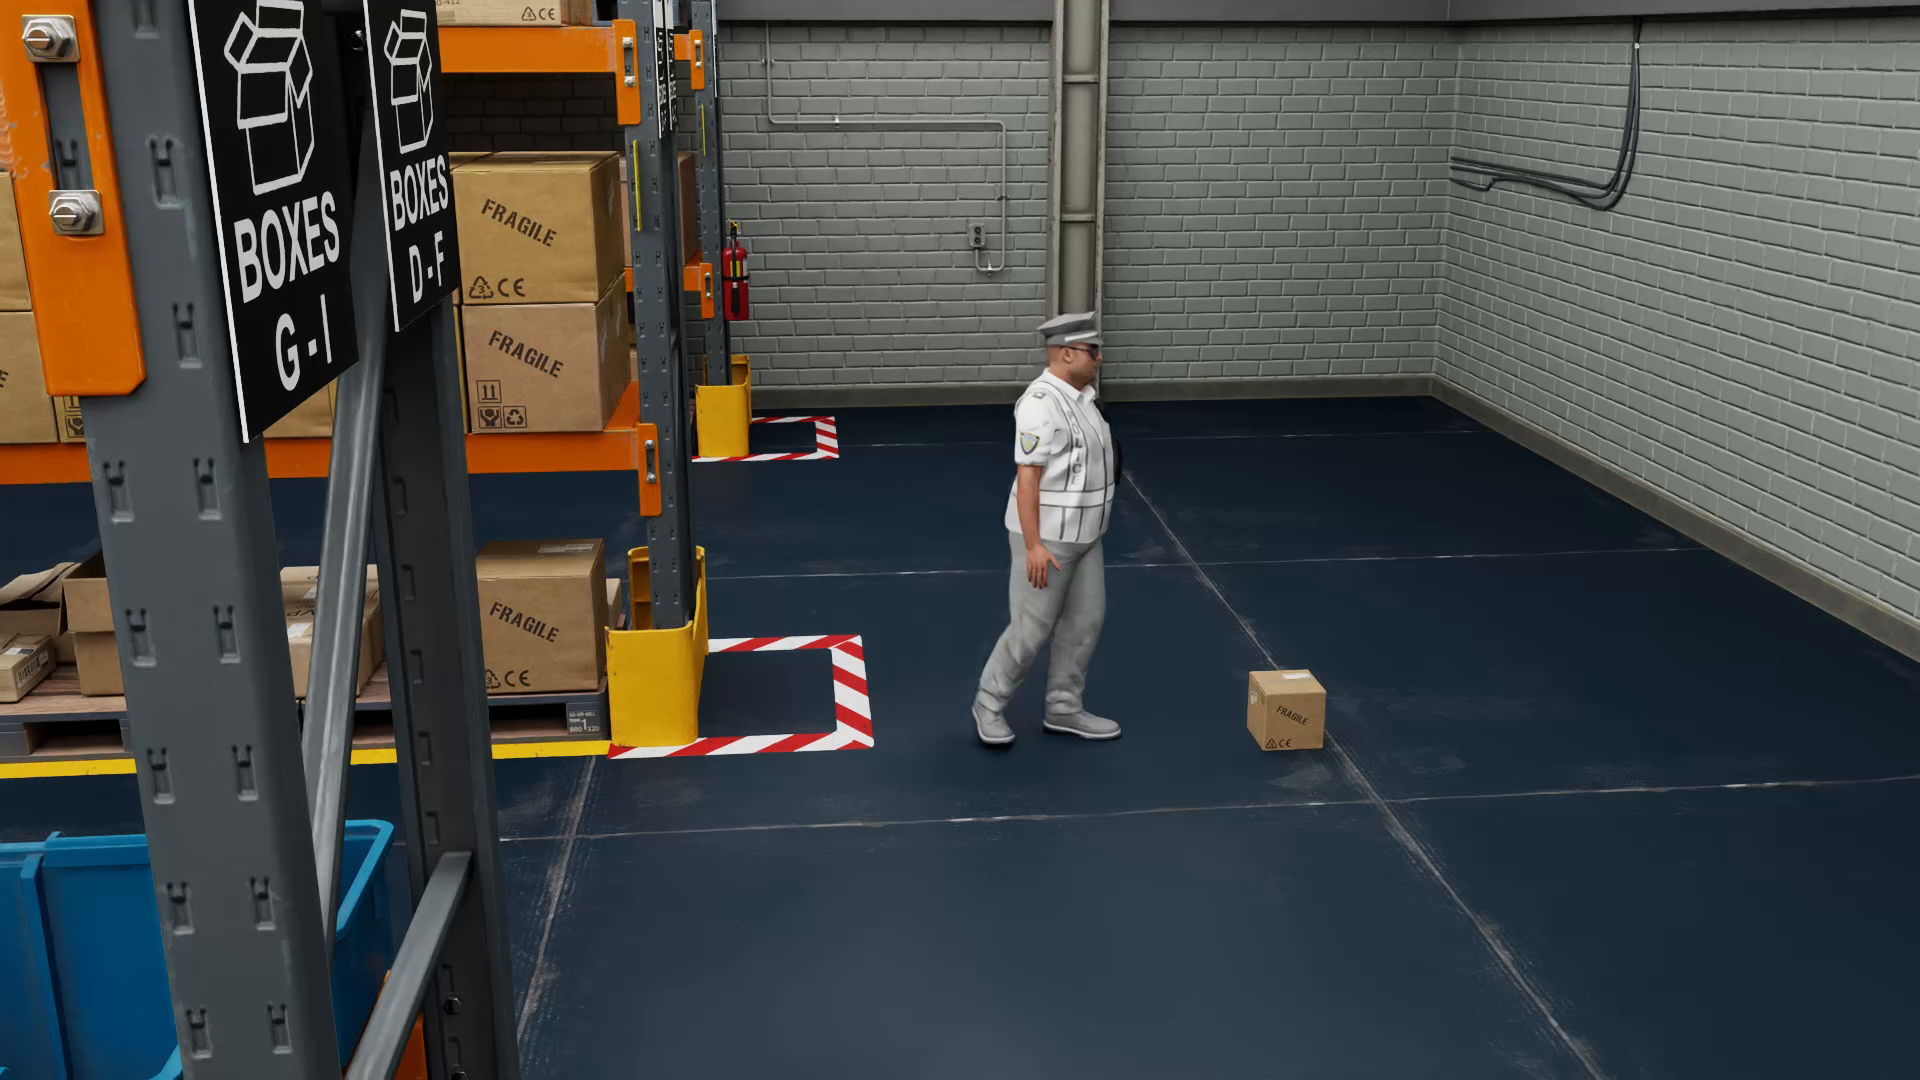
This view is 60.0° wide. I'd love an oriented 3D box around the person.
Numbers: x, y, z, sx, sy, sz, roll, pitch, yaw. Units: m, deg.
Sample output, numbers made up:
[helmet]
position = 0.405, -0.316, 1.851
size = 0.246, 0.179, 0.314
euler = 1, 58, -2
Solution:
[person]
position = 0.351, -0.042, 6.644
size = 0.591, 1.756, 0.565
euler = 9, 19, 28
